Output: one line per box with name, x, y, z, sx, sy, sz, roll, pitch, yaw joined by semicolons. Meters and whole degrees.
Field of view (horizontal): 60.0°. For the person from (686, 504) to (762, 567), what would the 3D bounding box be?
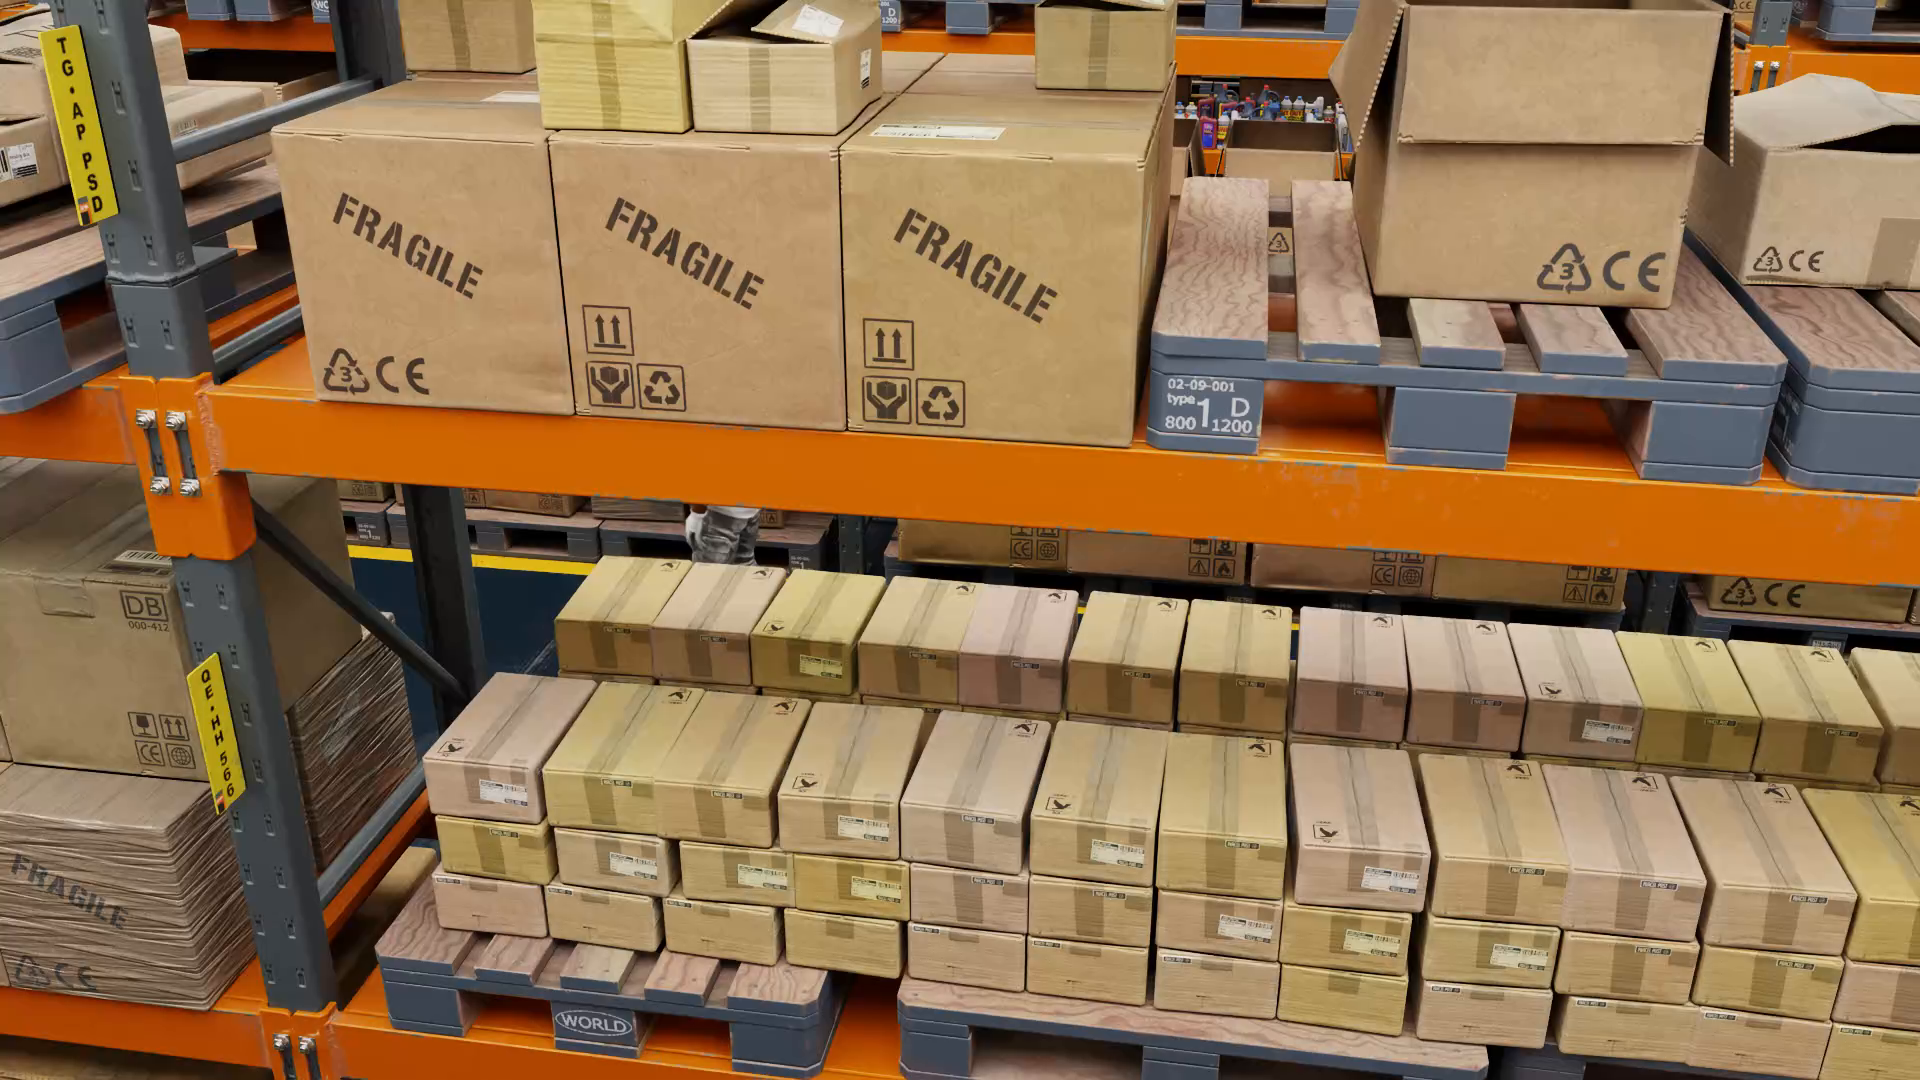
person;-1.082;-0.199;7.529;0.452;1.772;0.616;7;26;15
